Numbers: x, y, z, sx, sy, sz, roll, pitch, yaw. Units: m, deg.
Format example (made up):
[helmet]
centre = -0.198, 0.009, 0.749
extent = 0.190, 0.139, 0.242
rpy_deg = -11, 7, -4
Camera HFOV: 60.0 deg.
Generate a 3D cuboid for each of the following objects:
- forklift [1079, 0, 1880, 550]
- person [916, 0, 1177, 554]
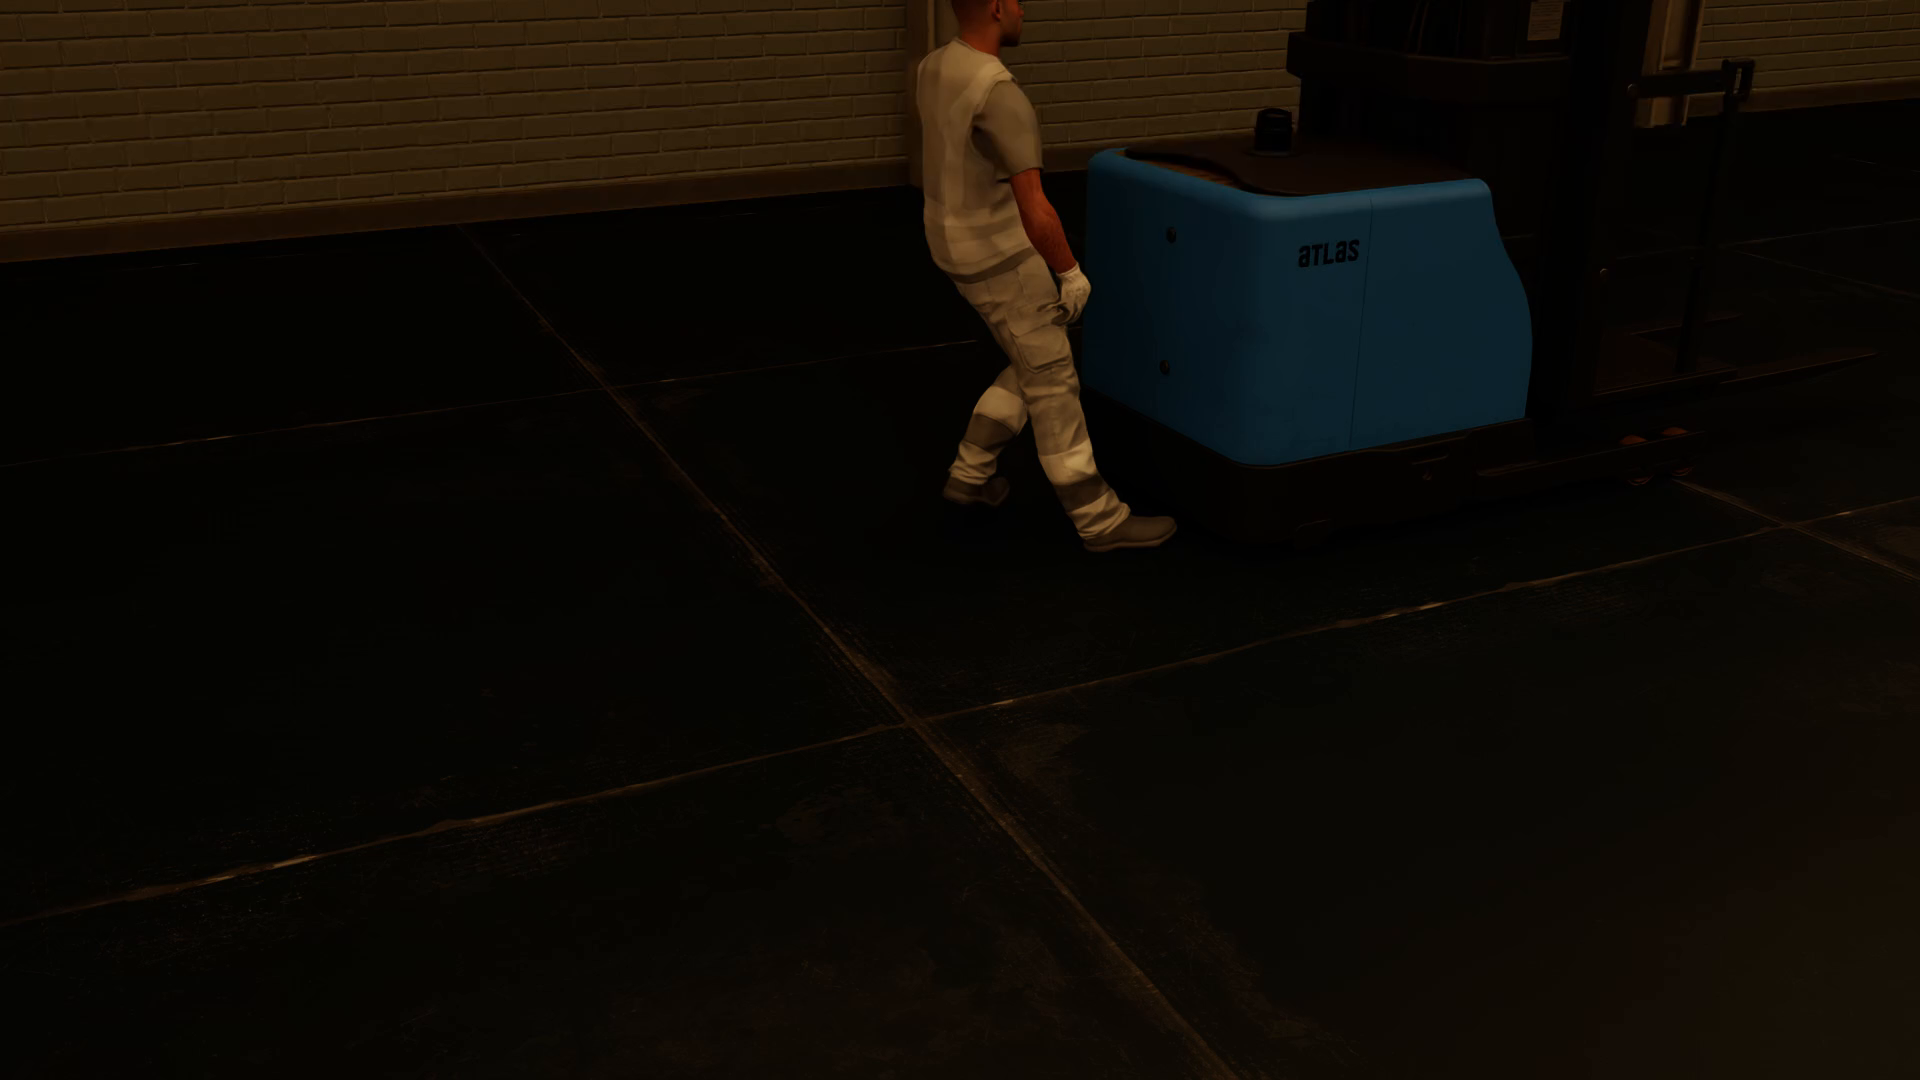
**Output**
[forklift]
centre = 1.943, -1.701, 5.382
extent = 3.031, 2.935, 1.130
rpy_deg = -11, 25, -25
[person]
centre = 0.242, -0.855, 4.935
extent = 0.696, 1.737, 0.718
rpy_deg = -7, 24, -17
